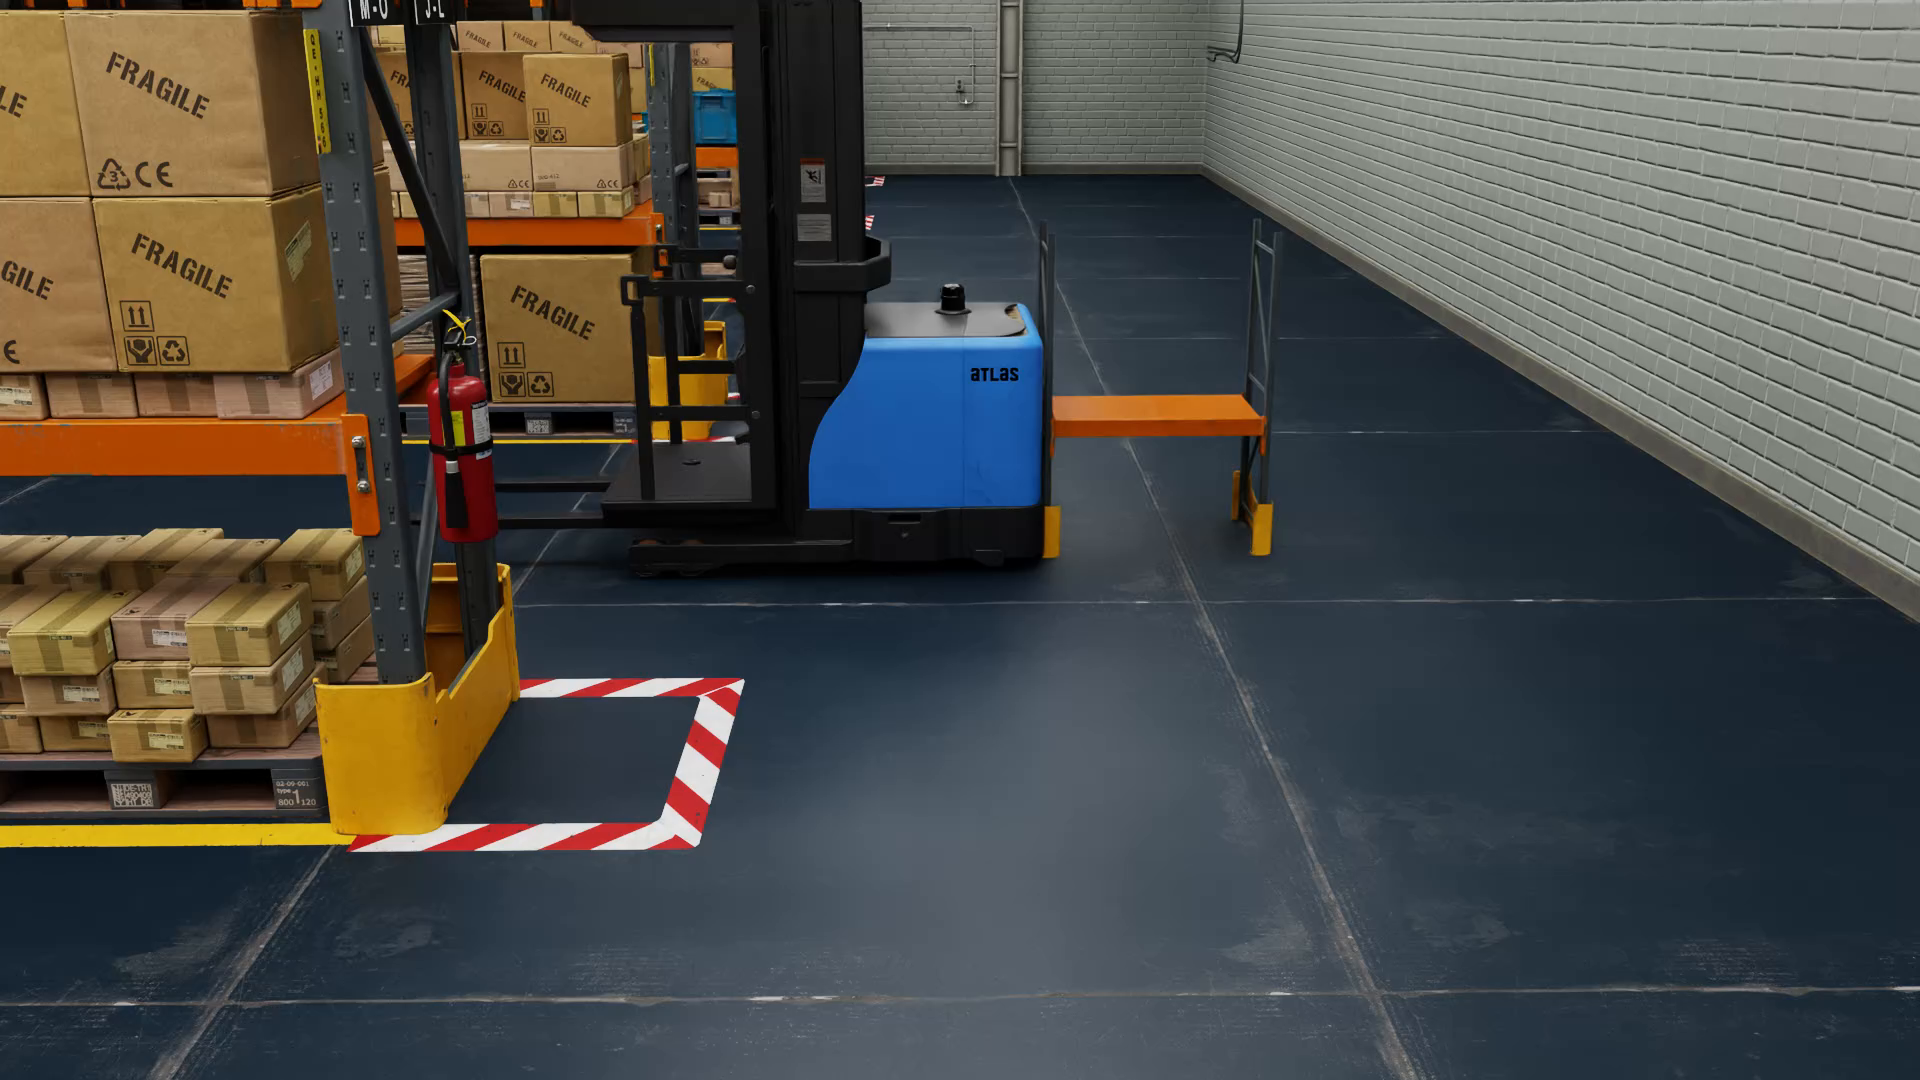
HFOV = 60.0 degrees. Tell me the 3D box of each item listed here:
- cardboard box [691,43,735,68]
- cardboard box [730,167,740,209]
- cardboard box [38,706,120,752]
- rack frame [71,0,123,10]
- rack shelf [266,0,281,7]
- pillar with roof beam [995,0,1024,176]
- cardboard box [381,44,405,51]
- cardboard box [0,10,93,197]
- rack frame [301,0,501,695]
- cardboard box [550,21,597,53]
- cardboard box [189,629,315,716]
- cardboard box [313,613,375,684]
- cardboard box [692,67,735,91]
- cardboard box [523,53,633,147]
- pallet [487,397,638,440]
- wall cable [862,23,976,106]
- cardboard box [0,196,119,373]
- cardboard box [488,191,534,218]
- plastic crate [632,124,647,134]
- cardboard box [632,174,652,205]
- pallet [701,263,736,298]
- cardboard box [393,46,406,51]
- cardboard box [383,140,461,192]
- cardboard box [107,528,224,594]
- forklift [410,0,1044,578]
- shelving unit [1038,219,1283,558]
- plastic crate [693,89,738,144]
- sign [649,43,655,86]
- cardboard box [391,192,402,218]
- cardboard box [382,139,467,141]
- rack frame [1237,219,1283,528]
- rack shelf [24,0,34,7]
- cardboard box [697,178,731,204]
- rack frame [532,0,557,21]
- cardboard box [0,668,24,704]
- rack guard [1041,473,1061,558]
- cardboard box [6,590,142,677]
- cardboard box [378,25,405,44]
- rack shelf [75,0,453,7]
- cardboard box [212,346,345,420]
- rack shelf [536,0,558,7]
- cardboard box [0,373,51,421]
[{"bbox_3d":[-2.813,-5.664,18.991,0.500,0.500,0.500,0,18,1],"label":"cardboard box"},{"bbox_3d":[-2.407,-4.170,19.508,0.500,0.500,0.500,0,18,-1],"label":"cardboard box"},{"bbox_3d":[-2.781,0.543,5.423,0.250,0.149,0.380,0,18,-1],"label":"cardboard box"},{"bbox_3d":[-9.866,-5.190,19.316,0.127,3.000,1.000,0,18,-1],"label":"rack frame"},{"bbox_3d":[-3.793,-4.792,14.342,4.000,0.370,1.077,0,18,-1],"label":"rack shelf"},{"bbox_3d":[0.805,-8.561,20.002,0.400,9.000,9.100,0,18,-1],"label":"pillar with roof beam"},{"bbox_3d":[-7.918,-6.833,23.753,0.500,0.500,0.500,0,18,1],"label":"cardboard box"},{"bbox_3d":[-2.698,-1.272,4.816,0.500,0.500,0.500,-1,18,-3],"label":"cardboard box"},{"bbox_3d":[-1.737,-0.688,5.281,0.127,3.000,1.000,0,18,-1],"label":"rack frame"},{"bbox_3d":[-4.361,-5.654,18.963,0.500,0.500,0.500,-1,18,-2],"label":"cardboard box"},{"bbox_3d":[-2.261,0.418,5.327,0.250,0.149,0.380,-1,18,-2],"label":"cardboard box"},{"bbox_3d":[-2.266,0.375,5.949,0.250,0.149,0.380,0,18,0],"label":"cardboard box"},{"bbox_3d":[-2.829,-5.187,19.144,0.500,0.500,0.500,0,18,0],"label":"cardboard box"},{"bbox_3d":[-2.198,-2.548,9.610,0.500,0.500,0.500,0,18,0],"label":"cardboard box"},{"bbox_3d":[-2.513,-0.847,10.344,1.213,0.211,1.003,0,18,-1],"label":"pallet"},{"bbox_3d":[-0.684,-7.520,24.917,1.851,1.984,0.084,0,18,-1],"label":"wall cable"},{"bbox_3d":[-2.698,-0.795,4.965,0.500,0.500,0.500,-1,18,-2],"label":"cardboard box"},{"bbox_3d":[-2.578,-1.979,9.716,0.250,0.149,0.380,0,18,-1],"label":"cardboard box"},{"bbox_3d":[-2.895,-3.563,14.576,0.243,0.136,0.396,0,18,-1],"label":"plastic crate"},{"bbox_3d":[-2.075,-2.183,10.352,0.250,0.149,0.380,0,18,0],"label":"cardboard box"},{"bbox_3d":[-2.618,-2.396,15.171,1.213,0.211,1.003,0,18,-1],"label":"pallet"},{"bbox_3d":[-6.344,-5.523,19.503,0.500,0.500,0.700,-6,19,-19],"label":"cardboard box"},{"bbox_3d":[-3.211,-2.185,9.707,0.500,0.250,0.500,-1,18,-3],"label":"cardboard box"},{"bbox_3d":[-2.794,0.085,5.876,0.250,0.149,0.380,0,18,-1],"label":"cardboard box"},{"bbox_3d":[-1.147,-1.391,7.585,3.031,2.935,1.130,-1,18,-2],"label":"forklift"},{"bbox_3d":[0.915,-0.725,7.852,1.083,1.500,0.587,-1,18,-2],"label":"shelving unit"},{"bbox_3d":[-2.125,-3.703,14.523,0.499,0.435,0.616,0,18,-1],"label":"plastic crate"},{"bbox_3d":[-1.720,-2.701,9.275,0.005,0.325,0.100,0,18,-1],"label":"sign"},{"bbox_3d":[-3.346,-1.974,9.703,0.250,0.149,0.380,0,18,-1],"label":"cardboard box"},{"bbox_3d":[-3.221,-2.348,10.214,0.500,0.250,0.500,-1,18,-3],"label":"cardboard box"},{"bbox_3d":[1.414,-0.730,7.869,0.032,1.500,0.500,-1,18,-2],"label":"rack frame"},{"bbox_3d":[-3.714,-3.279,9.626,4.000,0.370,1.077,0,18,-1],"label":"rack shelf"},{"bbox_3d":[-2.915,-4.210,20.044,0.500,0.250,0.500,0,18,-1],"label":"cardboard box"},{"bbox_3d":[-5.949,-6.722,24.092,0.127,3.000,1.000,0,18,-1],"label":"rack frame"},{"bbox_3d":[-3.050,0.391,5.411,0.250,0.149,0.380,0,18,-2],"label":"cardboard box"},{"bbox_3d":[0.417,-0.125,8.027,0.087,0.250,0.587,-1,18,-2],"label":"rack guard"},{"bbox_3d":[-2.772,0.290,5.238,0.250,0.149,0.380,-1,18,-2],"label":"cardboard box"},{"bbox_3d":[-7.943,-7.193,23.649,0.500,0.250,0.500,-1,18,-2],"label":"cardboard box"},{"bbox_3d":[-7.867,-6.285,18.998,4.000,0.370,1.077,0,18,-1],"label":"rack shelf"},{"bbox_3d":[-2.059,-0.480,5.045,0.250,0.149,0.380,0,18,-1],"label":"cardboard box"},{"bbox_3d":[-3.949,-7.818,23.774,4.000,0.370,1.077,0,18,-1],"label":"rack shelf"},{"bbox_3d":[-2.813,-0.476,5.033,0.250,0.149,0.380,0,18,1],"label":"cardboard box"}]
